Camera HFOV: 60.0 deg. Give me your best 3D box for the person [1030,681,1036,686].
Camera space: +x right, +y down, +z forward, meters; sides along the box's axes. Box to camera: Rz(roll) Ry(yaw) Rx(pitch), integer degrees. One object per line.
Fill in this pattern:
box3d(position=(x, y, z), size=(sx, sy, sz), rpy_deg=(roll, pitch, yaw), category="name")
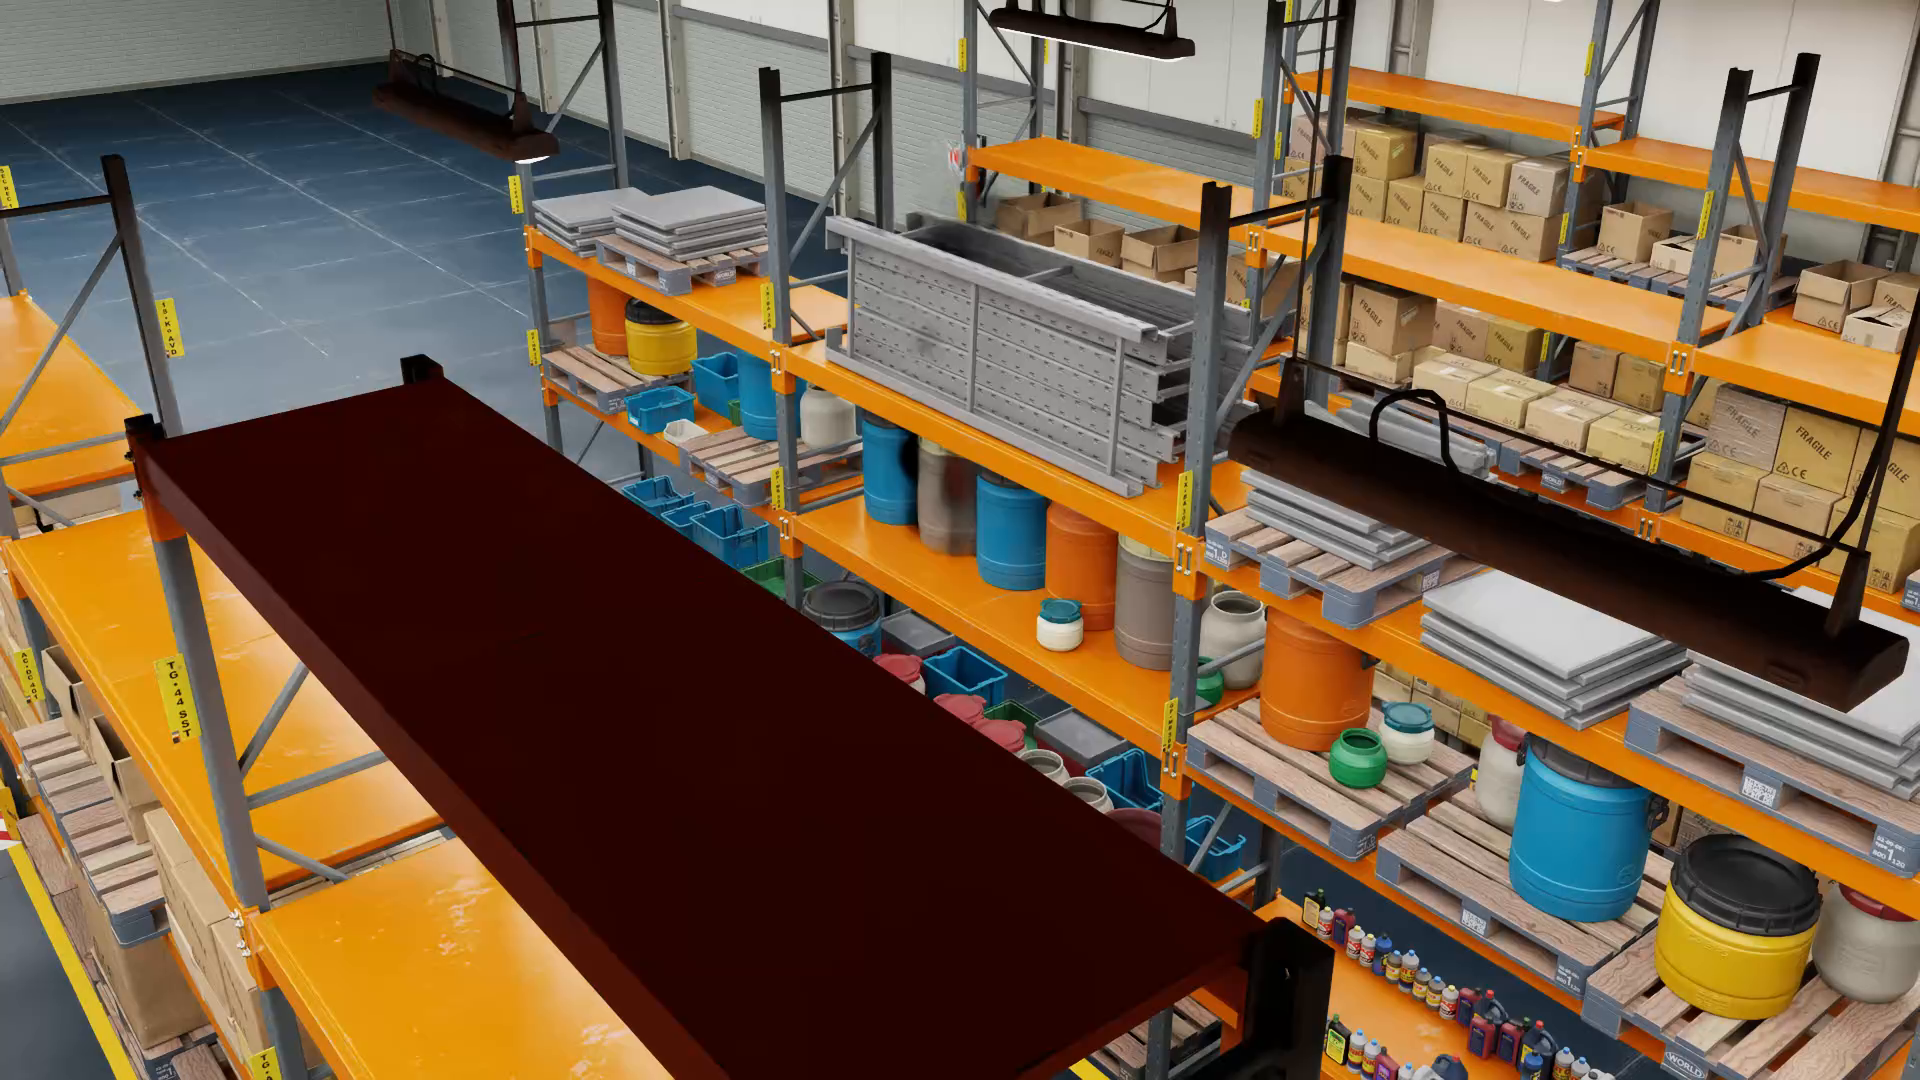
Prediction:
box3d(position=(0.738, 0.631, 15.119), size=(0.510, 1.570, 0.636), rpy_deg=(-23, 34, -39), category="person")
